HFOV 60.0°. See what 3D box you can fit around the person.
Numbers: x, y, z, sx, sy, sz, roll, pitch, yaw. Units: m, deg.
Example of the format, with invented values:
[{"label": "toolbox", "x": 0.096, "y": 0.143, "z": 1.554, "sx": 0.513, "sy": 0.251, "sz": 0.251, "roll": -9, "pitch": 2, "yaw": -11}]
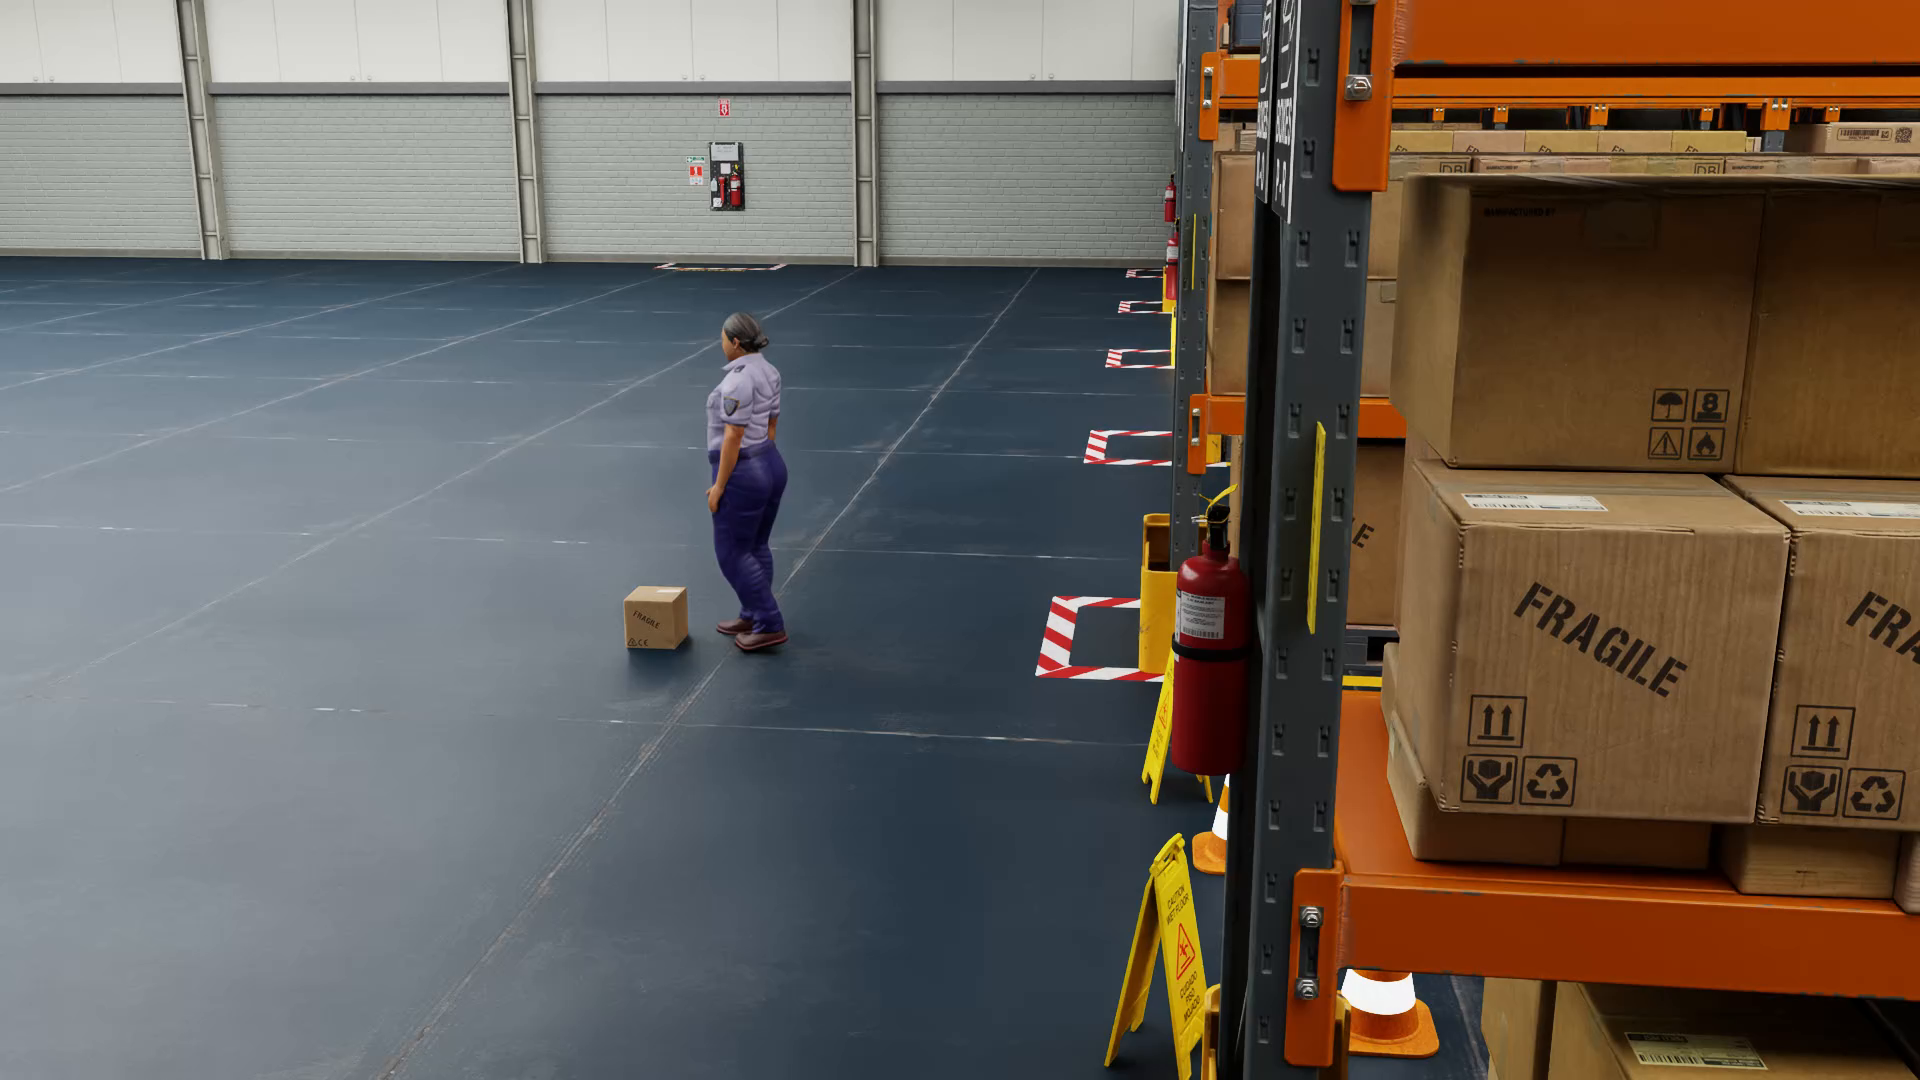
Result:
[{"label": "person", "x": -1.054, "y": -0.288, "z": 8.117, "sx": 0.491, "sy": 1.656, "sz": 0.494, "roll": 5, "pitch": 15, "yaw": 18}]
